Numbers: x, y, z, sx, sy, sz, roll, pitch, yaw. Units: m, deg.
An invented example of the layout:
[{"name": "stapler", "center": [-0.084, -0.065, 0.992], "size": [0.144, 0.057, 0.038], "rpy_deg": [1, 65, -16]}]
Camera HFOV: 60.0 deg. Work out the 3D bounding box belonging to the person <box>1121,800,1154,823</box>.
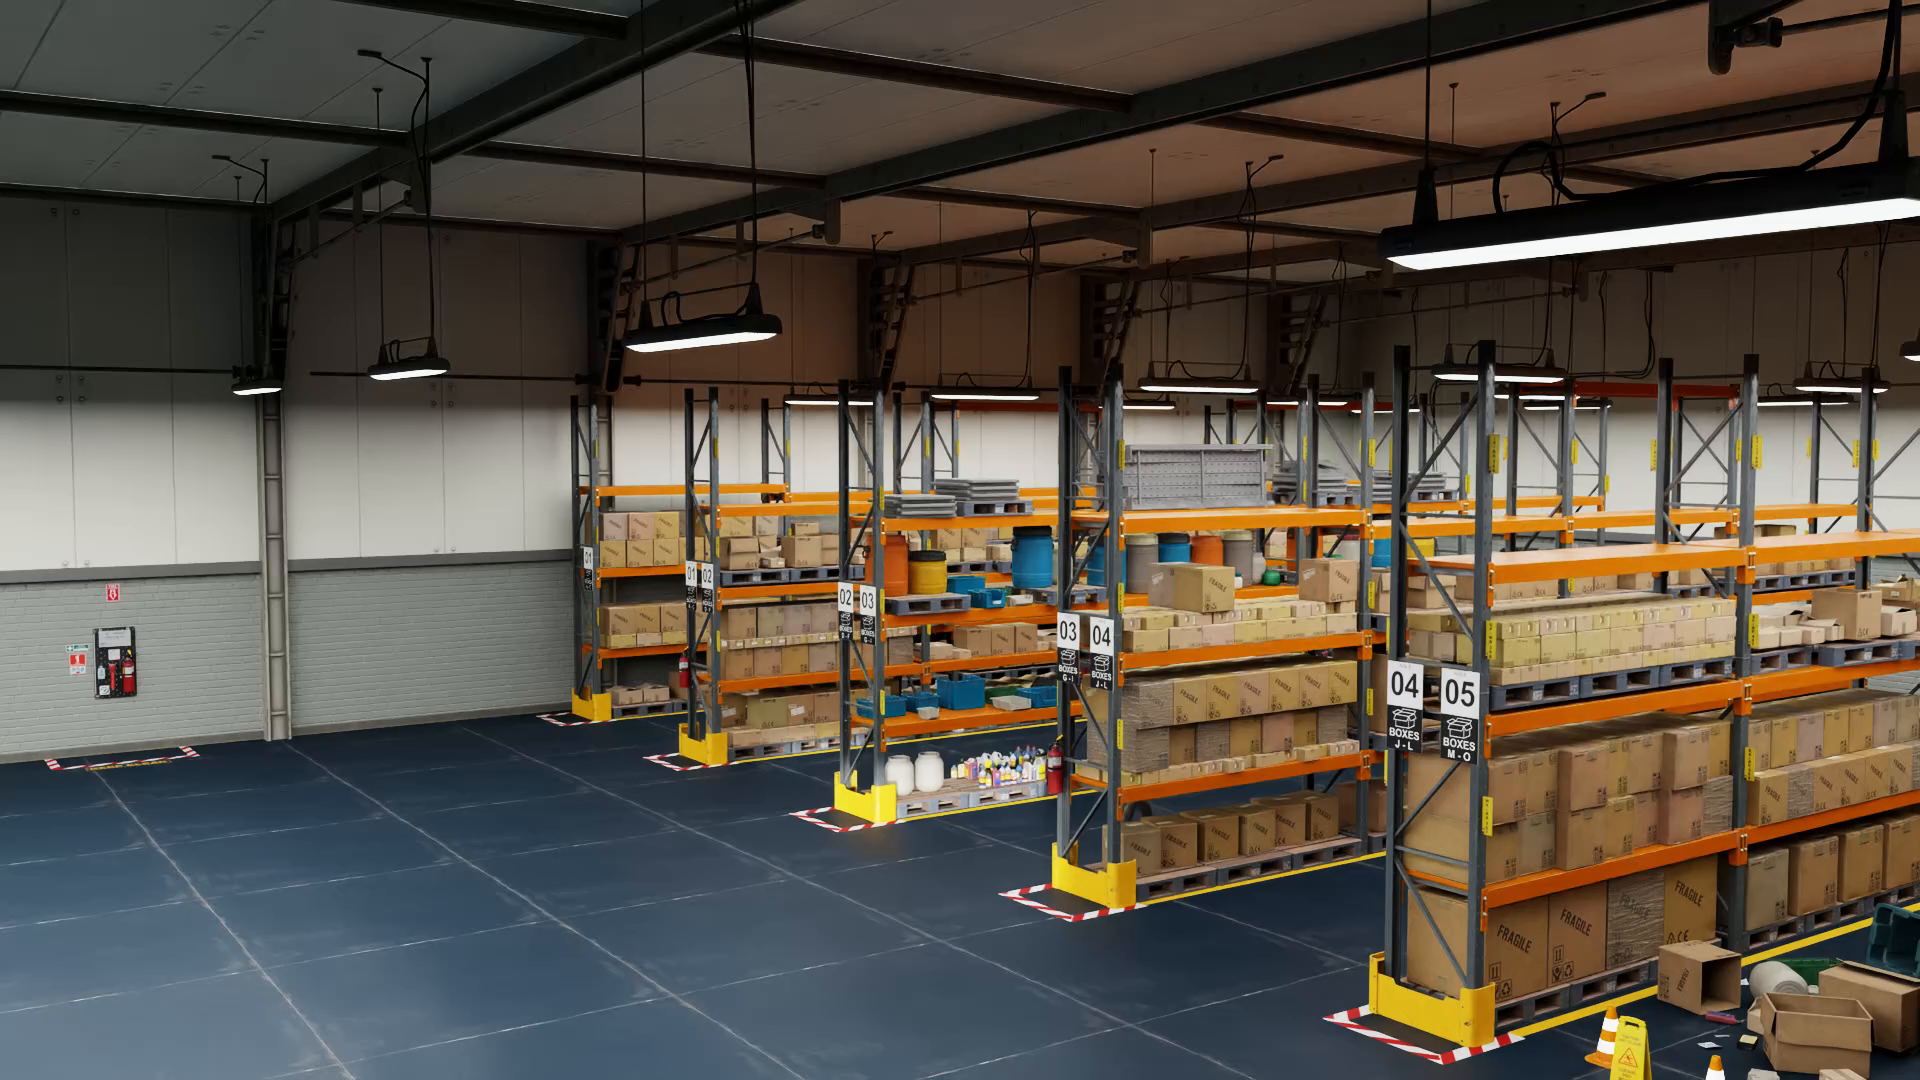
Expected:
[{"name": "person", "center": [2.188, 3.054, 21.591], "size": [1.054, 1.581, 0.457], "rpy_deg": [-2, 4, -31]}]
